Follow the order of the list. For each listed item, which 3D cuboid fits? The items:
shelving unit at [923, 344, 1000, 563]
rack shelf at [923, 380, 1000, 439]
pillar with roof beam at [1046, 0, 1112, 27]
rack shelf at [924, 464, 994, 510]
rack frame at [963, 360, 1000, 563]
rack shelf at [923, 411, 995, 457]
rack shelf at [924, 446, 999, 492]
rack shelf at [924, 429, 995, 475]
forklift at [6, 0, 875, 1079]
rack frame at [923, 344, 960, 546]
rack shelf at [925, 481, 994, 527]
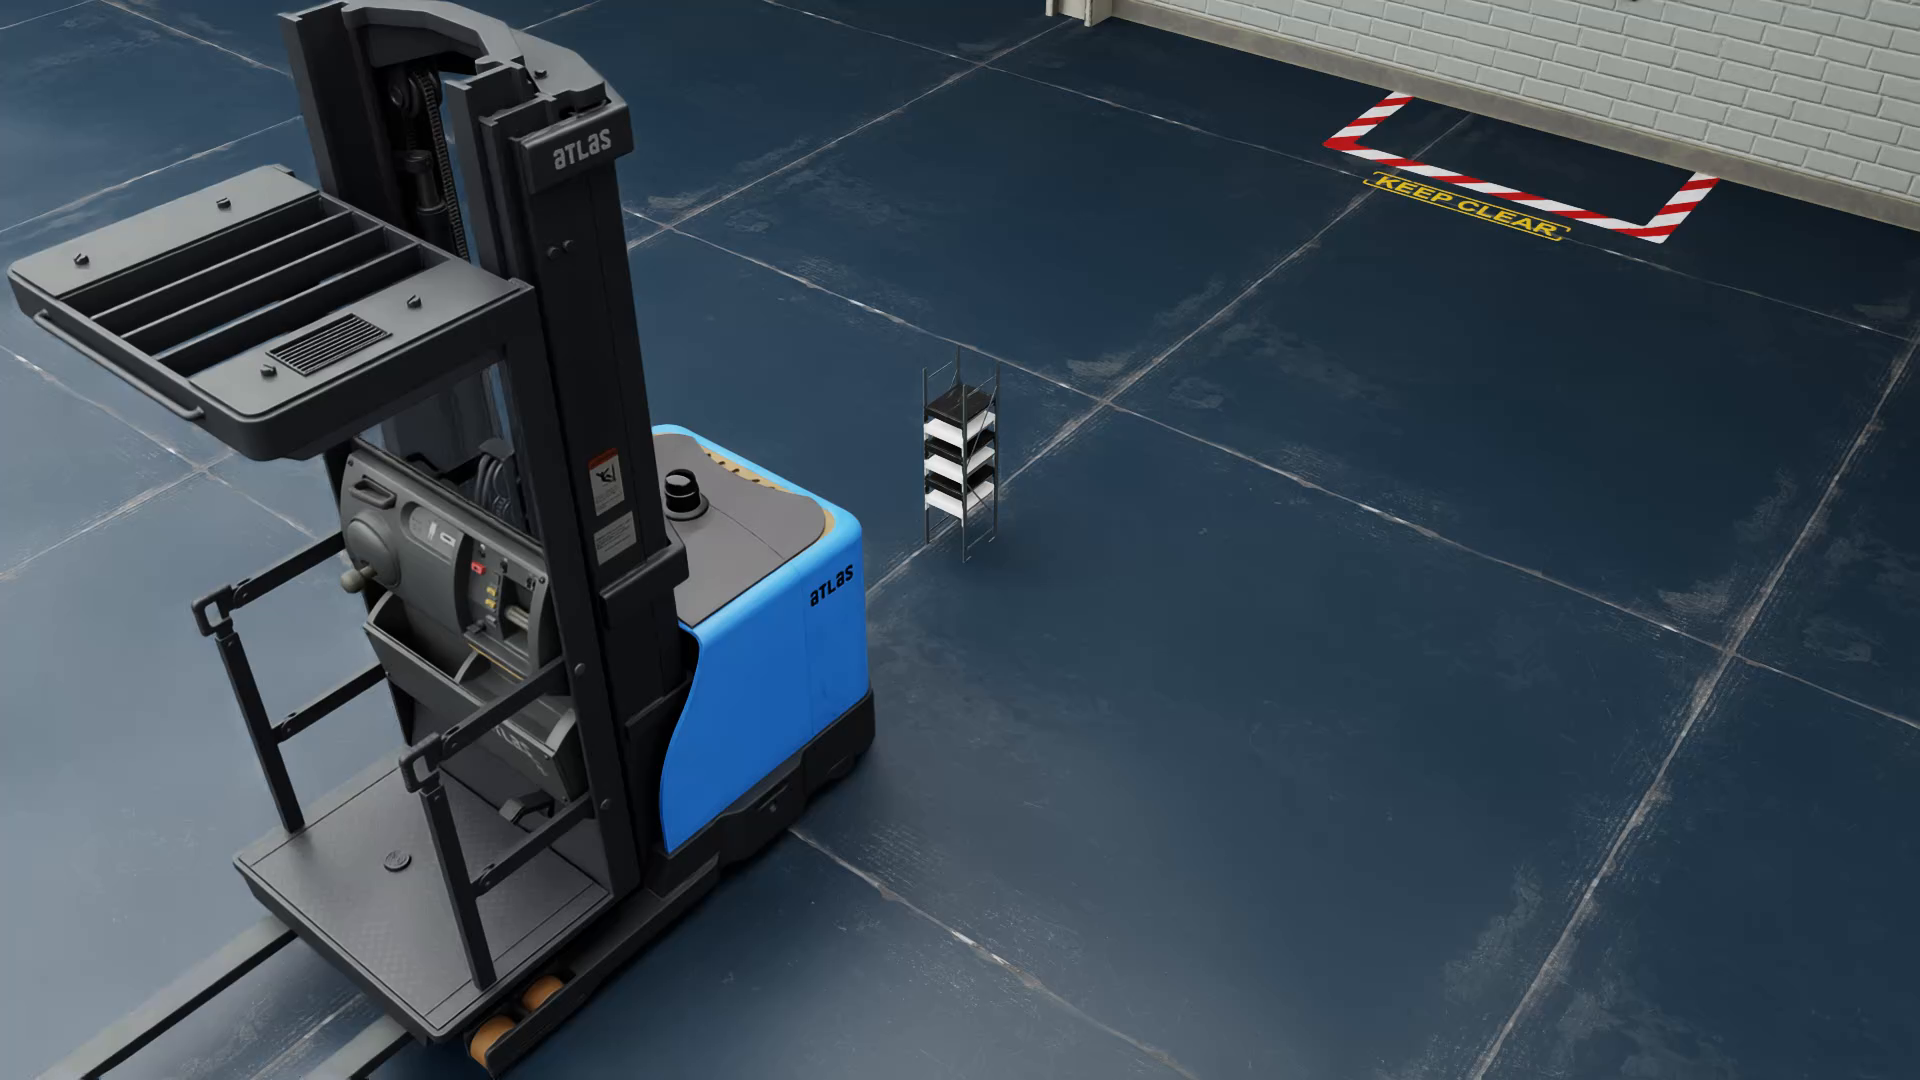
[{"bbox_3d":[0.006,-0.351,6.969,0.210,0.900,0.258,25,45,29],"label":"shelving unit"},{"bbox_3d":[0.006,-0.538,6.823,0.200,0.077,0.258,25,45,29],"label":"rack shelf"},{"bbox_3d":[-1.742,-5.278,6.691,0.400,9.000,9.100,25,45,29],"label":"pillar with roof beam"},{"bbox_3d":[0.006,-0.254,7.045,0.200,0.077,0.258,25,45,29],"label":"rack shelf"},{"bbox_3d":[0.087,-0.313,6.920,0.006,0.900,0.240,25,45,29],"label":"rack frame"},{"bbox_3d":[0.006,-0.467,6.878,0.200,0.077,0.258,25,45,29],"label":"rack shelf"},{"bbox_3d":[0.006,-0.325,6.989,0.200,0.077,0.258,25,45,29],"label":"rack shelf"},{"bbox_3d":[0.006,-0.396,6.934,0.200,0.077,0.258,25,45,29],"label":"rack shelf"},{"bbox_3d":[-1.635,0.136,4.699,1.130,2.935,3.031,27,45,30],"label":"forklift"},{"bbox_3d":[-0.074,-0.389,7.017,0.006,0.900,0.240,25,45,29],"label":"rack frame"},{"bbox_3d":[0.006,-0.183,7.100,0.200,0.077,0.258,25,45,29],"label":"rack shelf"}]
